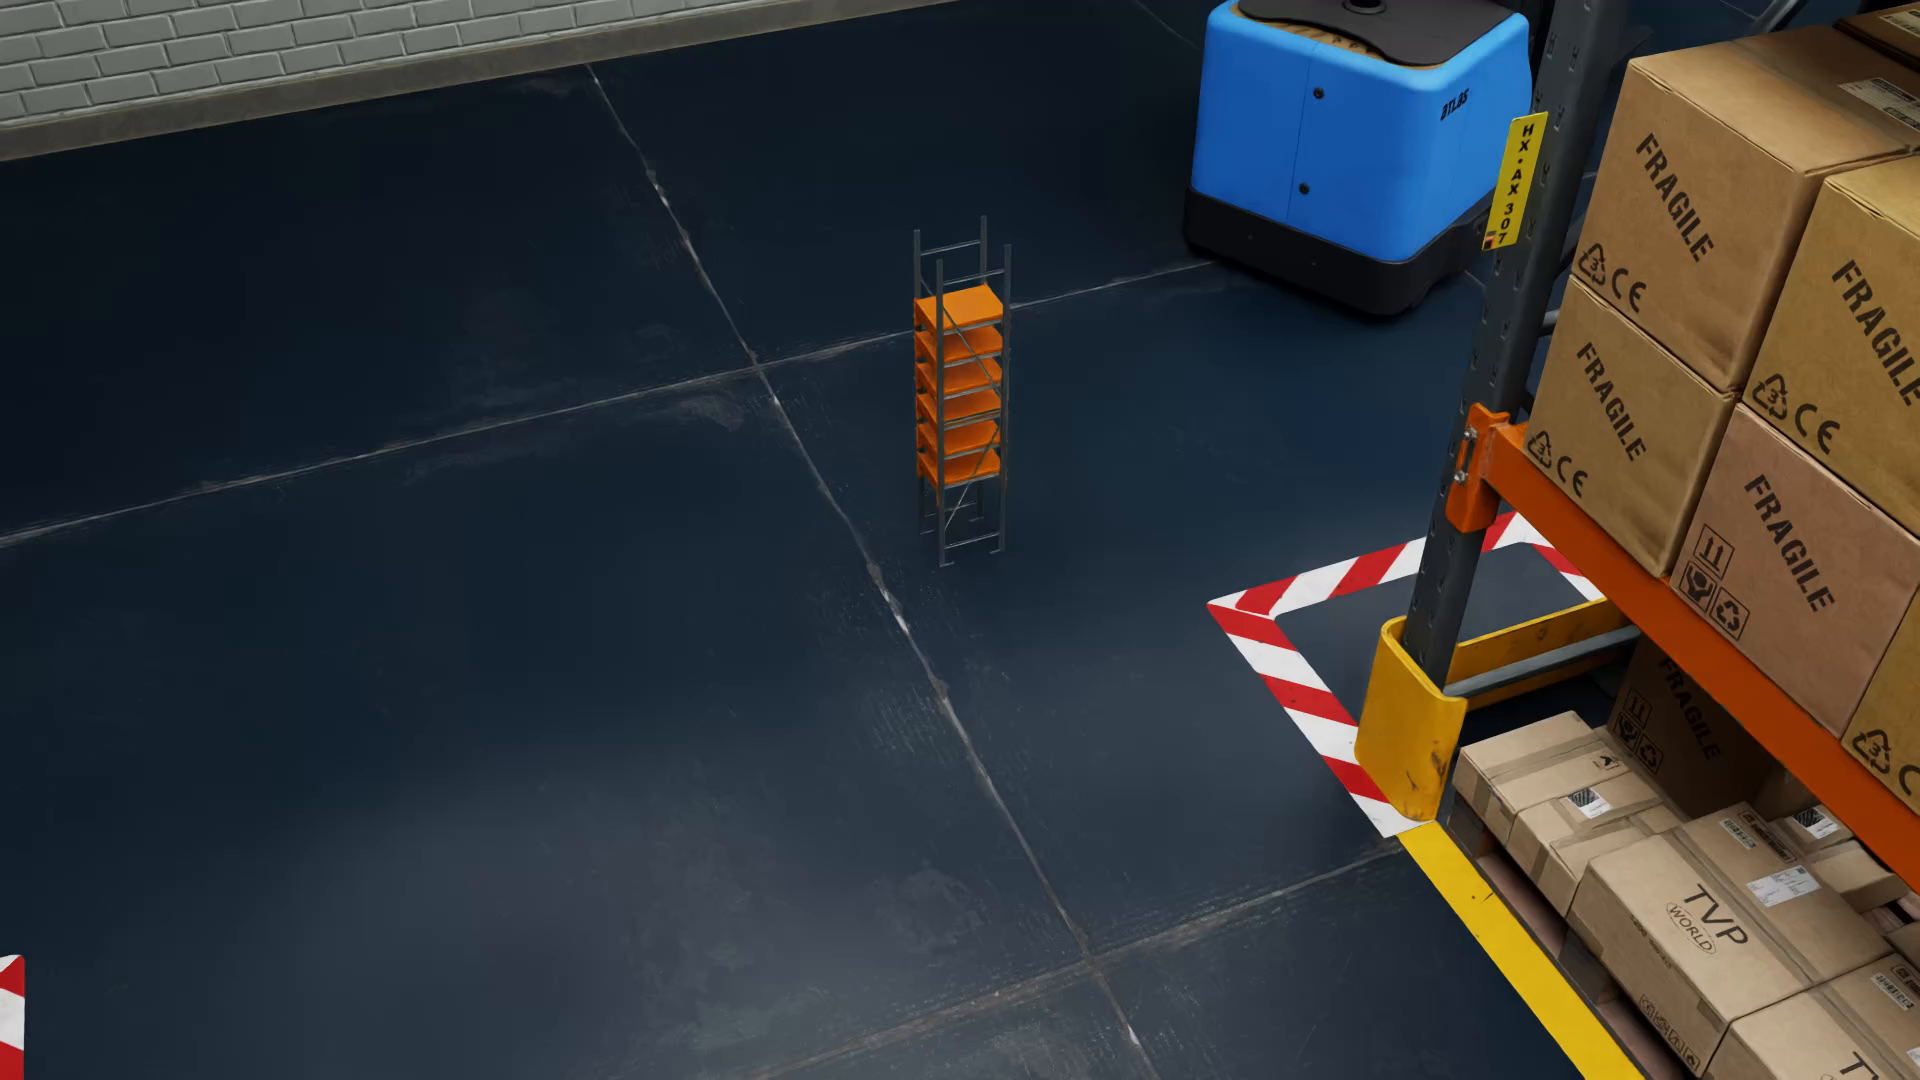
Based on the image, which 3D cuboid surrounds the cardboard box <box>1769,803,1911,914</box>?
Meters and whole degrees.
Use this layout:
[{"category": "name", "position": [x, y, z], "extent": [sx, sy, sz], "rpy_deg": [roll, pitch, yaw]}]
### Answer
[{"category": "cardboard box", "position": [2.249, 0.835, 4.314], "extent": [0.380, 0.166, 0.250], "rpy_deg": [-15, 43, -17]}]

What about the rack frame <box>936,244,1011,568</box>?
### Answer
[{"category": "rack frame", "position": [0.041, -0.391, 5.285], "extent": [0.240, 1.200, 0.006], "rpy_deg": [-15, 43, -17]}]

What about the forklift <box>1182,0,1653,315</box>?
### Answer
[{"category": "forklift", "position": [2.285, -2.910, 6.886], "extent": [1.130, 2.935, 3.031], "rpy_deg": [28, 48, 29]}]

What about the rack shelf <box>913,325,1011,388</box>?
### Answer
[{"category": "rack shelf", "position": [0.006, -0.594, 5.221], "extent": [0.258, 0.103, 0.180], "rpy_deg": [-15, 43, -17]}]

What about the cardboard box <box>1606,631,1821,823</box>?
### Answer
[{"category": "cardboard box", "position": [2.177, 0.442, 4.515], "extent": [0.500, 0.500, 0.500], "rpy_deg": [-15, 43, -17]}]

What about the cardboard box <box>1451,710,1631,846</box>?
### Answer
[{"category": "cardboard box", "position": [1.584, 0.647, 4.546], "extent": [0.380, 0.149, 0.250], "rpy_deg": [-15, 43, -17]}]

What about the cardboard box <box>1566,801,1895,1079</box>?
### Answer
[{"category": "cardboard box", "position": [1.879, 0.970, 4.093], "extent": [0.500, 0.250, 0.500], "rpy_deg": [-15, 43, -17]}]

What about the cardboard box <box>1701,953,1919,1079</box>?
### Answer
[{"category": "cardboard box", "position": [2.070, 1.271, 3.742], "extent": [0.500, 0.250, 0.500], "rpy_deg": [-15, 43, -17]}]

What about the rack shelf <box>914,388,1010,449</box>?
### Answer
[{"category": "rack shelf", "position": [0.006, -0.413, 5.378], "extent": [0.258, 0.103, 0.180], "rpy_deg": [-15, 43, -17]}]

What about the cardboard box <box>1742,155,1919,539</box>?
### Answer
[{"category": "cardboard box", "position": [1.875, -0.376, 3.043], "extent": [0.500, 0.500, 0.500], "rpy_deg": [-15, 43, -16]}]

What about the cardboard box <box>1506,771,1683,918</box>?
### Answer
[{"category": "cardboard box", "position": [1.680, 0.791, 4.365], "extent": [0.380, 0.166, 0.250], "rpy_deg": [-15, 43, -17]}]

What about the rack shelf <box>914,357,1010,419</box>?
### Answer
[{"category": "rack shelf", "position": [0.006, -0.504, 5.299], "extent": [0.258, 0.103, 0.180], "rpy_deg": [-15, 43, -17]}]

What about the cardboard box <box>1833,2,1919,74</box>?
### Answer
[{"category": "cardboard box", "position": [2.166, -0.823, 3.562], "extent": [0.500, 0.500, 0.500], "rpy_deg": [-15, 43, -17]}]

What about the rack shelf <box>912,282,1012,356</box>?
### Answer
[{"category": "rack shelf", "position": [0.006, -0.685, 5.143], "extent": [0.258, 0.103, 0.180], "rpy_deg": [-15, 43, -17]}]

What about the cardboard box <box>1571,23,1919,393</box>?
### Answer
[{"category": "cardboard box", "position": [1.668, -0.689, 3.407], "extent": [0.500, 0.500, 0.500], "rpy_deg": [-14, 43, -16]}]

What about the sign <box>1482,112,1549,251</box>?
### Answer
[{"category": "sign", "position": [1.240, -0.798, 3.713], "extent": [0.100, 0.325, 0.005], "rpy_deg": [-15, 43, -17]}]

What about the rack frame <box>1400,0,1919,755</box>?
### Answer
[{"category": "rack frame", "position": [1.742, -0.605, 4.153], "extent": [1.000, 3.000, 0.127], "rpy_deg": [-15, 43, -17]}]

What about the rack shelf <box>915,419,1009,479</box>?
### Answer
[{"category": "rack shelf", "position": [0.006, -0.322, 5.456], "extent": [0.258, 0.103, 0.180], "rpy_deg": [-15, 43, -17]}]

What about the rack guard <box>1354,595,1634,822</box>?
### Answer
[{"category": "rack guard", "position": [1.771, 0.388, 4.915], "extent": [1.175, 0.500, 0.348], "rpy_deg": [-15, 43, -17]}]

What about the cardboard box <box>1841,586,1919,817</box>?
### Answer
[{"category": "cardboard box", "position": [2.059, 0.303, 3.021], "extent": [0.500, 0.500, 0.500], "rpy_deg": [-15, 43, -17]}]

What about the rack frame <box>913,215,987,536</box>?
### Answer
[{"category": "rack frame", "position": [-0.029, -0.501, 5.413], "extent": [0.240, 1.200, 0.006], "rpy_deg": [-15, 43, -17]}]

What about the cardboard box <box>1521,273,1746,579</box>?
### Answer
[{"category": "cardboard box", "position": [1.668, -0.310, 3.733], "extent": [0.500, 0.500, 0.500], "rpy_deg": [-14, 43, -16]}]

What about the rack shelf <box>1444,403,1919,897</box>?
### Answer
[{"category": "rack shelf", "position": [2.507, 0.873, 2.987], "extent": [1.077, 0.370, 4.000], "rpy_deg": [-15, 43, -17]}]

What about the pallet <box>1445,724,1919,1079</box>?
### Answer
[{"category": "pallet", "position": [2.077, 0.978, 4.451], "extent": [1.003, 0.211, 1.213], "rpy_deg": [-15, 43, -17]}]

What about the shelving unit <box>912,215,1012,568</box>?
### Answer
[{"category": "shelving unit", "position": [0.006, -0.446, 5.349], "extent": [0.258, 1.200, 0.189], "rpy_deg": [-15, 43, -17]}]

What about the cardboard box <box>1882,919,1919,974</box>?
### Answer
[{"category": "cardboard box", "position": [2.513, 1.117, 3.922], "extent": [0.500, 0.250, 0.500], "rpy_deg": [-15, 43, -17]}]

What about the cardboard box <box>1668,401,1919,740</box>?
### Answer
[{"category": "cardboard box", "position": [1.870, 0.000, 3.373], "extent": [0.500, 0.500, 0.500], "rpy_deg": [-16, 43, -17]}]

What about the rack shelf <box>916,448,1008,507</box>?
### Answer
[{"category": "rack shelf", "position": [0.006, -0.231, 5.534], "extent": [0.258, 0.103, 0.180], "rpy_deg": [-15, 43, -17]}]
